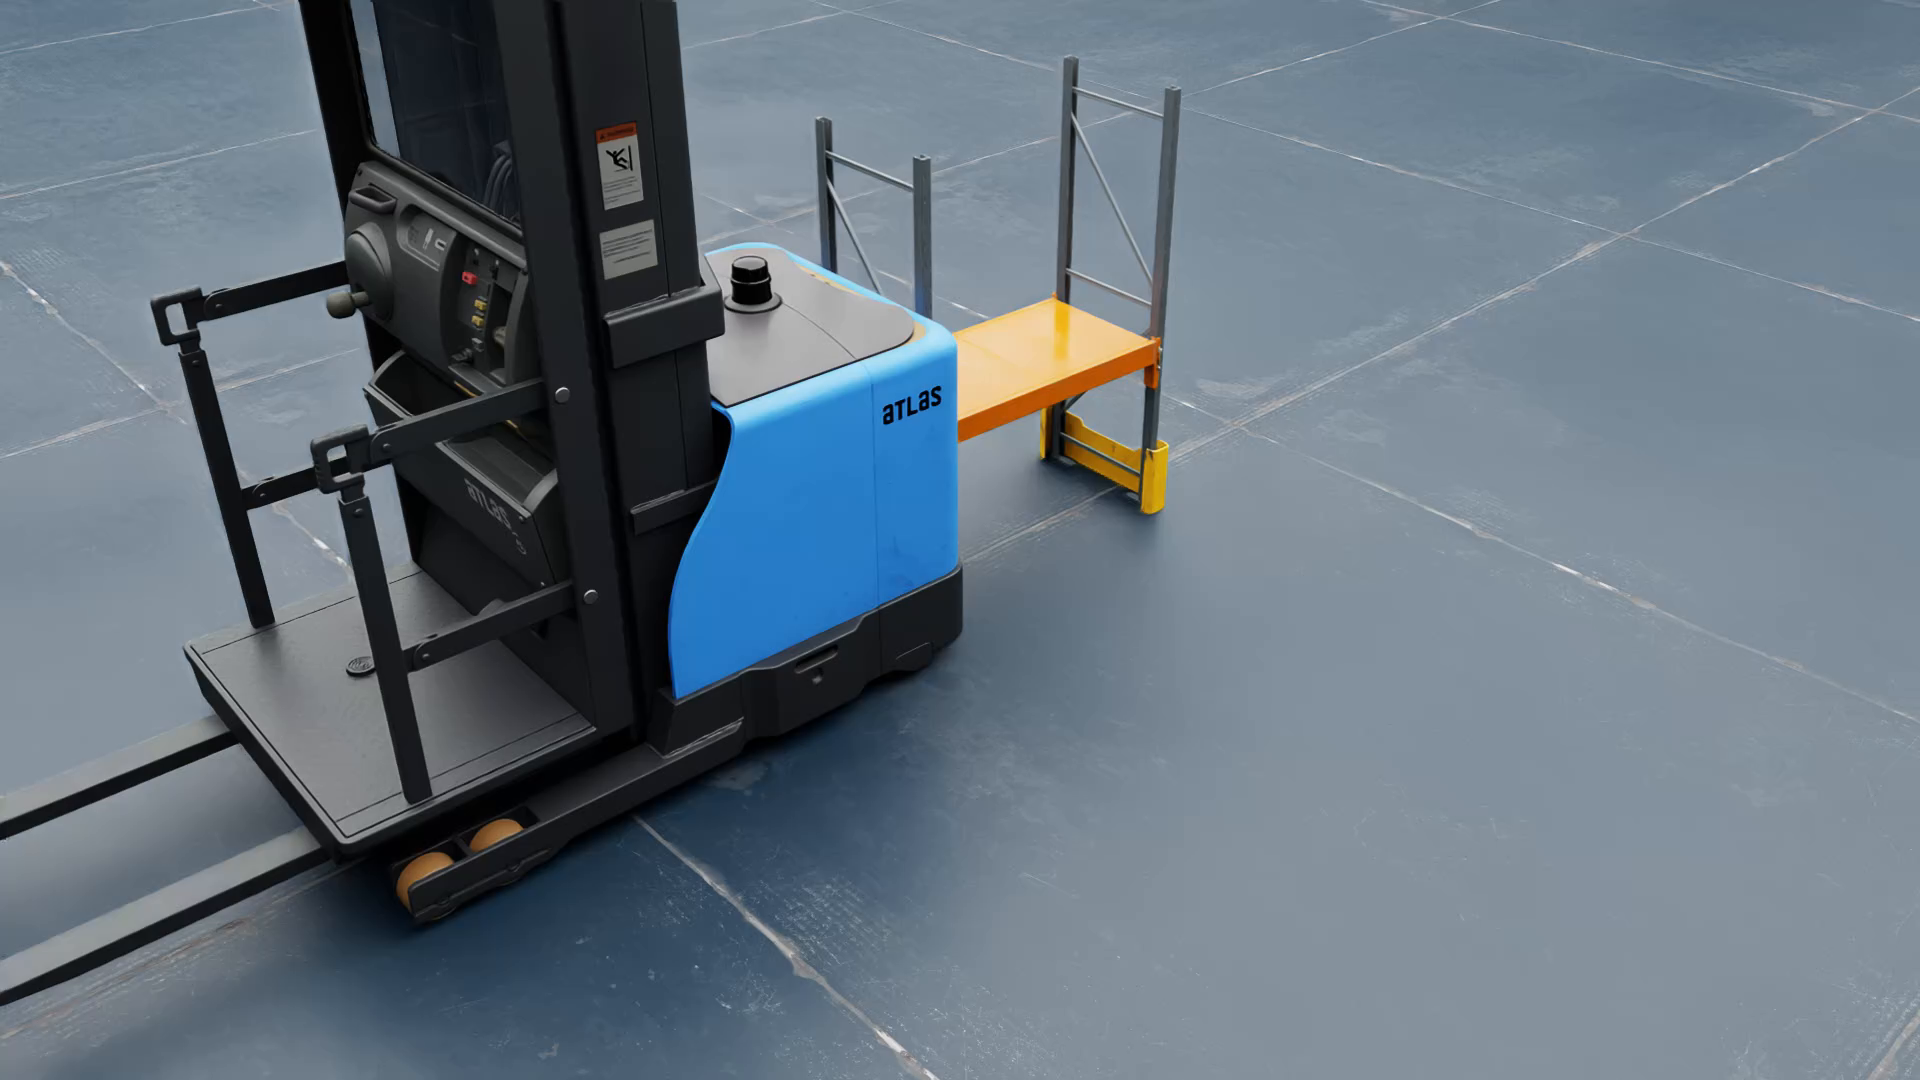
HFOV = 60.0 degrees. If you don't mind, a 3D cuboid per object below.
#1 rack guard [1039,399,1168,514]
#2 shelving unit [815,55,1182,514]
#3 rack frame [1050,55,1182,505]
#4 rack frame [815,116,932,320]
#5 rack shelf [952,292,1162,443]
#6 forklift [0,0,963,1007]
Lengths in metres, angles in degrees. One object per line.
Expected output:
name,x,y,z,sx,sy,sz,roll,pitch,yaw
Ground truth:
rack guard,0.514,-0.325,6.043,0.087,0.250,0.587,-24,39,-34
shelving unit,0.137,-0.689,5.439,1.083,1.500,0.587,-24,39,-34
rack frame,0.515,-0.859,5.717,0.032,1.500,0.500,-24,39,-34
rack frame,-0.255,-0.513,5.151,0.032,1.500,0.500,-24,39,-34
rack shelf,0.130,-0.532,5.528,1.000,0.185,0.538,-24,39,-34
forklift,-1.437,-0.604,3.929,3.031,2.935,1.130,-24,39,-34
